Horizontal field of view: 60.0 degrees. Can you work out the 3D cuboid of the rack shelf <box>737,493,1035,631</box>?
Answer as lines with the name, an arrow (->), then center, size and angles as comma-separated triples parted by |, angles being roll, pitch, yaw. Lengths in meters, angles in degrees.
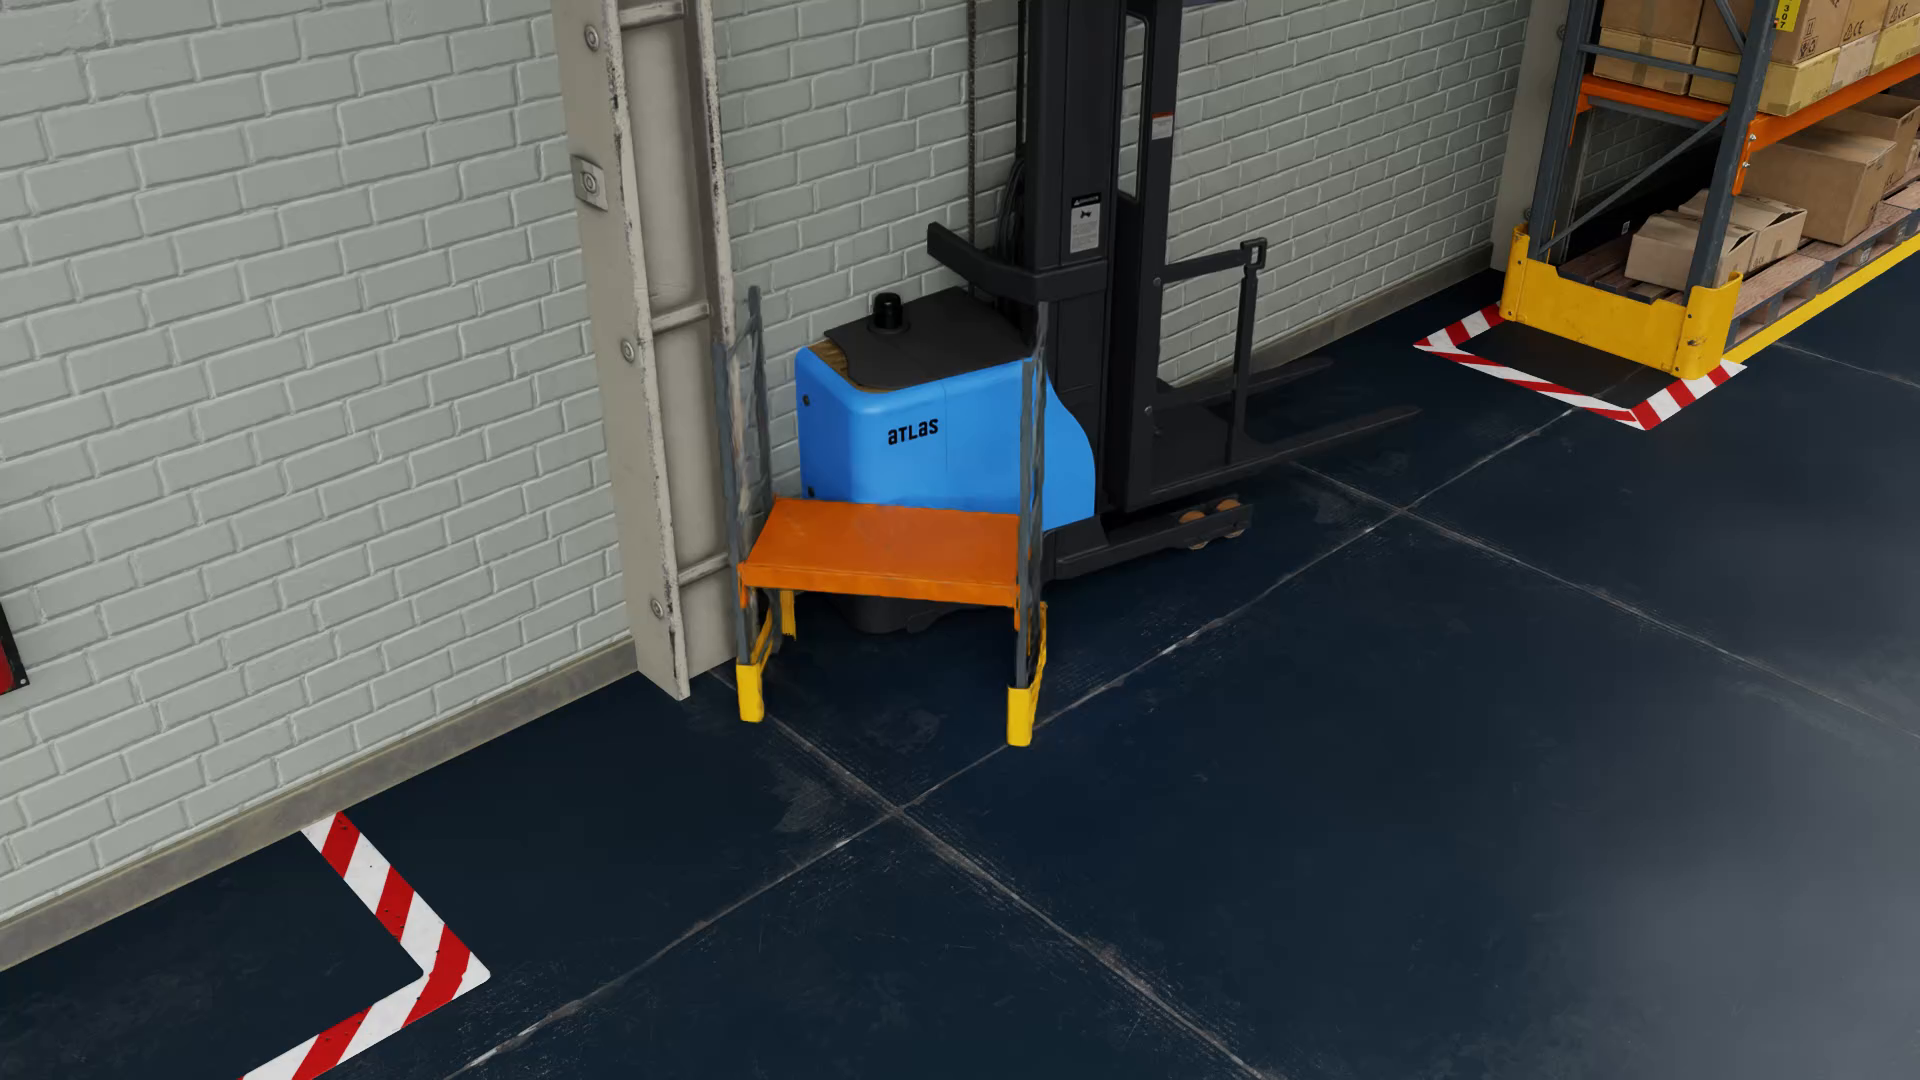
rack shelf -> -0.250, 0.069, 6.035 | 1.000, 0.185, 0.538 | 4, 31, 7

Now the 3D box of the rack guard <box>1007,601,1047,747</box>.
rack guard -> 0.252, 0.489, 6.198 | 0.087, 0.250, 0.587 | 4, 31, 7

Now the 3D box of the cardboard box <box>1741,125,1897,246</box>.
cardboard box -> 5.015, -2.127, 9.827 | 0.700, 0.500, 0.500 | 26, 40, 36

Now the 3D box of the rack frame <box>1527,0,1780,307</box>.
rack frame -> 3.457, -2.351, 8.220 | 0.127, 3.000, 1.000 | -26, 40, -35

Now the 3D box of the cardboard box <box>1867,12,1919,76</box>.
cardboard box -> 4.779, -2.716, 8.940 | 0.500, 0.250, 0.500 | -27, 40, -36

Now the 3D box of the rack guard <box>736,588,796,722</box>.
rack guard -> -0.733, 0.415, 6.327 | 0.087, 0.250, 0.587 | 4, 31, 7

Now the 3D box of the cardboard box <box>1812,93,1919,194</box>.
cardboard box -> 5.656, -2.508, 10.451 | 0.500, 0.500, 0.500 | 26, 40, 35

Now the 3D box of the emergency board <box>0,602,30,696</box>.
emergency board -> -2.856, 0.060, 4.277 | 0.643, 1.169, 0.194 | -26, 40, -35

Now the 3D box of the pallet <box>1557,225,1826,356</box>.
pallet -> 4.132, -1.463, 9.441 | 1.213, 0.211, 1.003 | -26, 40, -35

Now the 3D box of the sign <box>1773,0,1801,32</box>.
sign -> 3.826, -2.513, 7.655 | 0.005, 0.325, 0.100 | -26, 40, -35

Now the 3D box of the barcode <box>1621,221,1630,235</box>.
barcode -> 3.767, -1.766, 9.410 | 0.075, 0.075, 0.001 | -26, 40, -35

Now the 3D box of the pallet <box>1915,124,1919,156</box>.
pallet -> 6.960, -2.857, 11.720 | 1.213, 0.211, 1.003 | -26, 40, -35

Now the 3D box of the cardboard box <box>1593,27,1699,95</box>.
cardboard box -> 3.668, -2.536, 8.646 | 0.500, 0.250, 0.500 | -25, 39, -35

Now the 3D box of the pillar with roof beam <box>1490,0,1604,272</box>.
pillar with roof beam -> 6.309, -3.843, 4.909 | 0.400, 9.000, 9.100 | -26, 40, -35

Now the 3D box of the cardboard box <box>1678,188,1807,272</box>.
cardboard box -> 4.443, -1.805, 9.482 | 0.500, 0.311, 0.500 | -22, 38, -32

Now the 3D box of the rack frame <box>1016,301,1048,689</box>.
rack frame -> 0.252, -0.047, 5.877 | 0.032, 1.500, 0.500 | 4, 31, 7

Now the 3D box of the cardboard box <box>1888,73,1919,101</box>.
cardboard box -> 6.918, -3.159, 11.515 | 0.500, 0.500, 0.700 | -24, 39, -34

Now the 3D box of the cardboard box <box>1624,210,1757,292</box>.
cardboard box -> 4.025, -1.603, 9.152 | 0.500, 0.311, 0.500 | 24, 39, 34

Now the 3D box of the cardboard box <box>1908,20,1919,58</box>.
cardboard box -> 5.151, -2.894, 9.232 | 0.500, 0.250, 0.500 | -25, 40, -35

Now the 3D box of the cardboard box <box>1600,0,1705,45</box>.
cardboard box -> 3.658, -2.864, 8.465 | 0.500, 0.500, 0.500 | -26, 40, -36

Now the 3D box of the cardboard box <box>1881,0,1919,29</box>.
cardboard box -> 4.764, -3.023, 8.723 | 0.500, 0.500, 0.500 | -27, 41, -37

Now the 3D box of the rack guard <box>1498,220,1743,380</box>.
rack guard -> 3.513, -1.312, 8.916 | 0.348, 0.500, 1.175 | -26, 40, -35

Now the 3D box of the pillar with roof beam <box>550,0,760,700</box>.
pillar with roof beam -> 1.909, -1.715, 1.429 | 0.400, 9.000, 9.100 | -26, 40, -35

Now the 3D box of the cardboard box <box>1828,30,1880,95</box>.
cardboard box -> 4.402, -2.537, 8.649 | 0.500, 0.250, 0.500 | -27, 41, -37

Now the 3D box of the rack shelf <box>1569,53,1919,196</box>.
rack shelf -> 4.923, -2.754, 9.568 | 4.000, 0.370, 1.077 | -26, 40, -35

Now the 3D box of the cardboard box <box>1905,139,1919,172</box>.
cardboard box -> 6.018, -2.548, 10.836 | 0.380, 0.166, 0.250 | 23, 38, 33

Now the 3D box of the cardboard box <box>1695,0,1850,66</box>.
cardboard box -> 4.011, -2.670, 8.147 | 0.500, 0.500, 0.500 | -26, 40, -35

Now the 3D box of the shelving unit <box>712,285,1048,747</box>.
shelving unit -> -0.242, -0.084, 5.941 | 1.083, 1.500, 0.587 | 4, 31, 7

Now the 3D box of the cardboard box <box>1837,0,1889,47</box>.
cardboard box -> 4.380, -2.842, 8.428 | 0.500, 0.500, 0.500 | -26, 40, -35

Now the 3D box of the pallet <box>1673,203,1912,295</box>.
pallet -> 5.027, -1.894, 10.145 | 1.213, 0.211, 1.003 | -26, 40, -35

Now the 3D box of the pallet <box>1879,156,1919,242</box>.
pallet -> 5.922, -2.329, 10.856 | 1.213, 0.211, 1.003 | -26, 40, -35

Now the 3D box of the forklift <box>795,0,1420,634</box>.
forklift -> 0.688, -1.431, 6.781 | 3.031, 2.935, 1.130 | -17, 35, -25

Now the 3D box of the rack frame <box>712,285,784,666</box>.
rack frame -> -0.753, -0.122, 6.008 | 0.032, 1.500, 0.500 | 4, 31, 7

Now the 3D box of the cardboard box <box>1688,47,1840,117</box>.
cardboard box -> 4.031, -2.348, 8.338 | 0.500, 0.250, 0.500 | -27, 41, -37
